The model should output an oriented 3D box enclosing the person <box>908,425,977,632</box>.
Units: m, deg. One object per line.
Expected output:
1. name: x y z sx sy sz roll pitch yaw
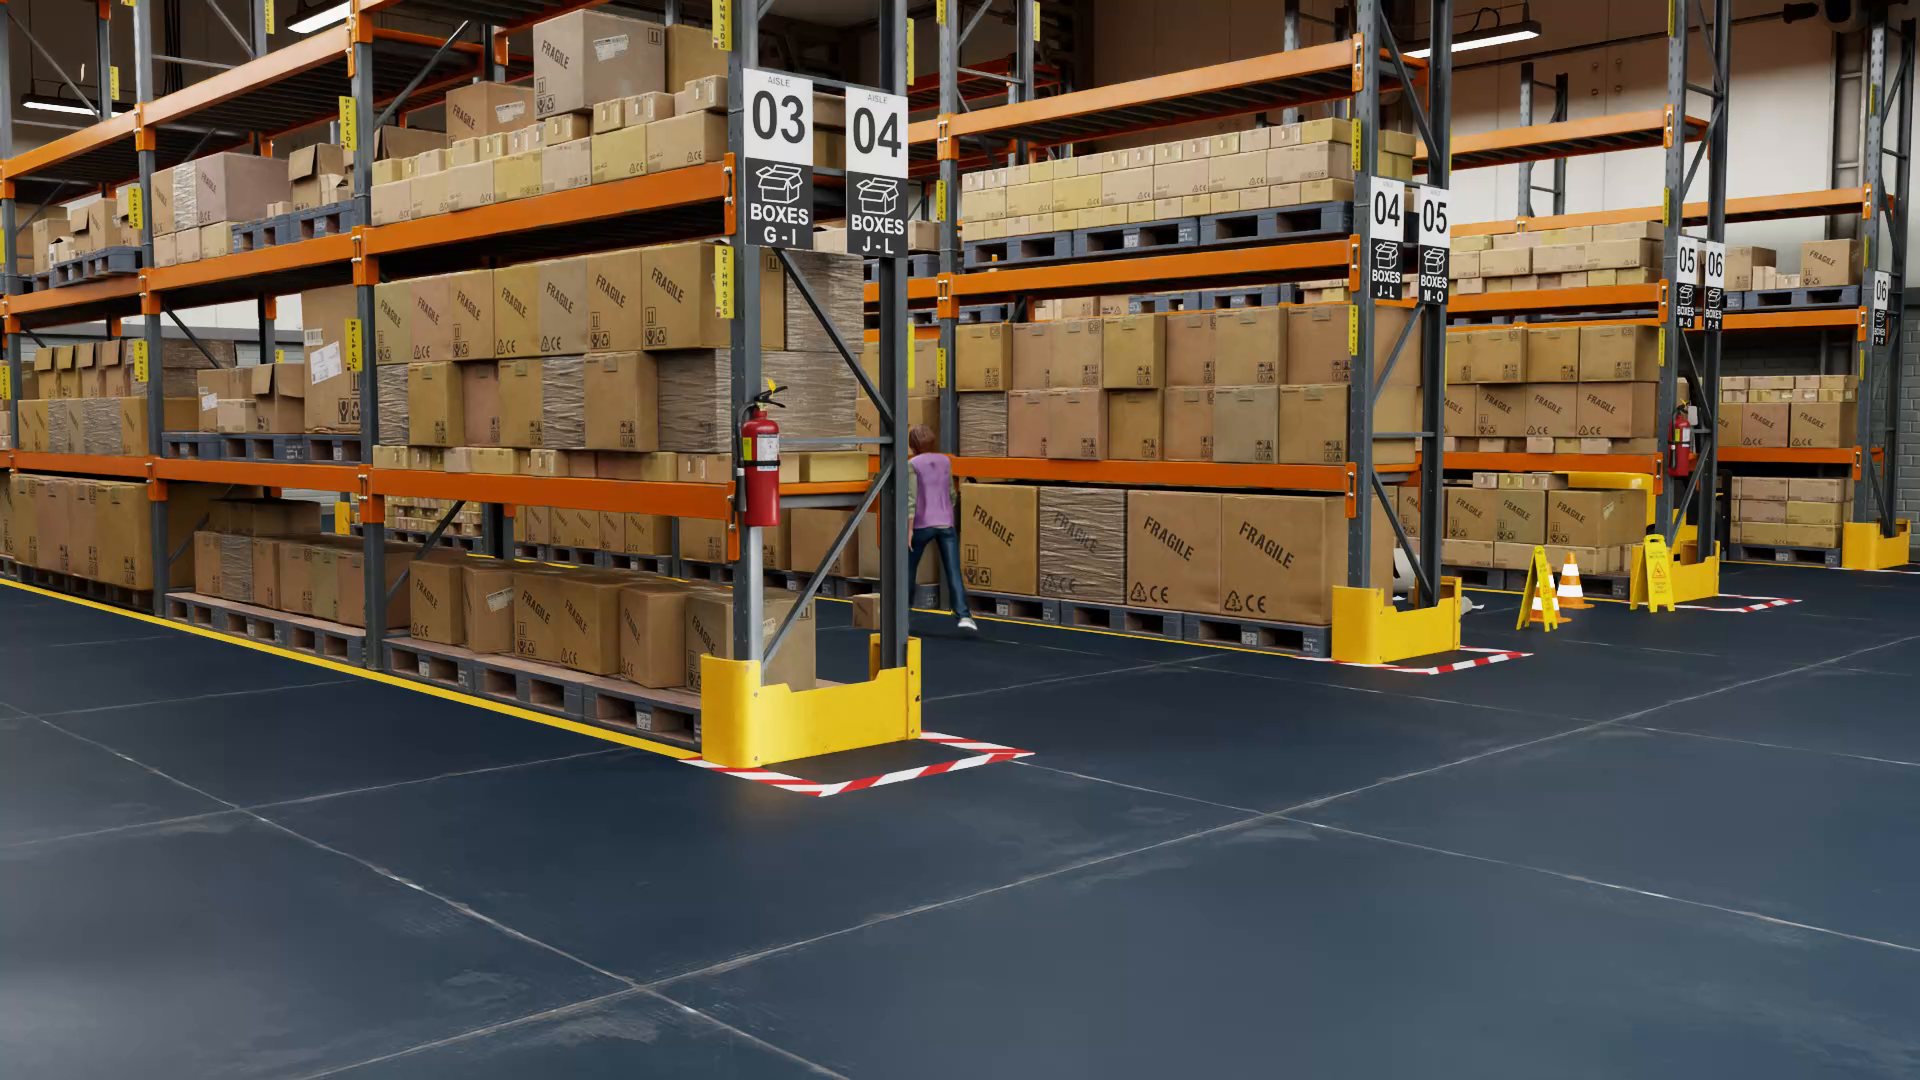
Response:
1. person: -0.205 -0.090 12.482 0.500 1.546 0.881 -2 4 -21
